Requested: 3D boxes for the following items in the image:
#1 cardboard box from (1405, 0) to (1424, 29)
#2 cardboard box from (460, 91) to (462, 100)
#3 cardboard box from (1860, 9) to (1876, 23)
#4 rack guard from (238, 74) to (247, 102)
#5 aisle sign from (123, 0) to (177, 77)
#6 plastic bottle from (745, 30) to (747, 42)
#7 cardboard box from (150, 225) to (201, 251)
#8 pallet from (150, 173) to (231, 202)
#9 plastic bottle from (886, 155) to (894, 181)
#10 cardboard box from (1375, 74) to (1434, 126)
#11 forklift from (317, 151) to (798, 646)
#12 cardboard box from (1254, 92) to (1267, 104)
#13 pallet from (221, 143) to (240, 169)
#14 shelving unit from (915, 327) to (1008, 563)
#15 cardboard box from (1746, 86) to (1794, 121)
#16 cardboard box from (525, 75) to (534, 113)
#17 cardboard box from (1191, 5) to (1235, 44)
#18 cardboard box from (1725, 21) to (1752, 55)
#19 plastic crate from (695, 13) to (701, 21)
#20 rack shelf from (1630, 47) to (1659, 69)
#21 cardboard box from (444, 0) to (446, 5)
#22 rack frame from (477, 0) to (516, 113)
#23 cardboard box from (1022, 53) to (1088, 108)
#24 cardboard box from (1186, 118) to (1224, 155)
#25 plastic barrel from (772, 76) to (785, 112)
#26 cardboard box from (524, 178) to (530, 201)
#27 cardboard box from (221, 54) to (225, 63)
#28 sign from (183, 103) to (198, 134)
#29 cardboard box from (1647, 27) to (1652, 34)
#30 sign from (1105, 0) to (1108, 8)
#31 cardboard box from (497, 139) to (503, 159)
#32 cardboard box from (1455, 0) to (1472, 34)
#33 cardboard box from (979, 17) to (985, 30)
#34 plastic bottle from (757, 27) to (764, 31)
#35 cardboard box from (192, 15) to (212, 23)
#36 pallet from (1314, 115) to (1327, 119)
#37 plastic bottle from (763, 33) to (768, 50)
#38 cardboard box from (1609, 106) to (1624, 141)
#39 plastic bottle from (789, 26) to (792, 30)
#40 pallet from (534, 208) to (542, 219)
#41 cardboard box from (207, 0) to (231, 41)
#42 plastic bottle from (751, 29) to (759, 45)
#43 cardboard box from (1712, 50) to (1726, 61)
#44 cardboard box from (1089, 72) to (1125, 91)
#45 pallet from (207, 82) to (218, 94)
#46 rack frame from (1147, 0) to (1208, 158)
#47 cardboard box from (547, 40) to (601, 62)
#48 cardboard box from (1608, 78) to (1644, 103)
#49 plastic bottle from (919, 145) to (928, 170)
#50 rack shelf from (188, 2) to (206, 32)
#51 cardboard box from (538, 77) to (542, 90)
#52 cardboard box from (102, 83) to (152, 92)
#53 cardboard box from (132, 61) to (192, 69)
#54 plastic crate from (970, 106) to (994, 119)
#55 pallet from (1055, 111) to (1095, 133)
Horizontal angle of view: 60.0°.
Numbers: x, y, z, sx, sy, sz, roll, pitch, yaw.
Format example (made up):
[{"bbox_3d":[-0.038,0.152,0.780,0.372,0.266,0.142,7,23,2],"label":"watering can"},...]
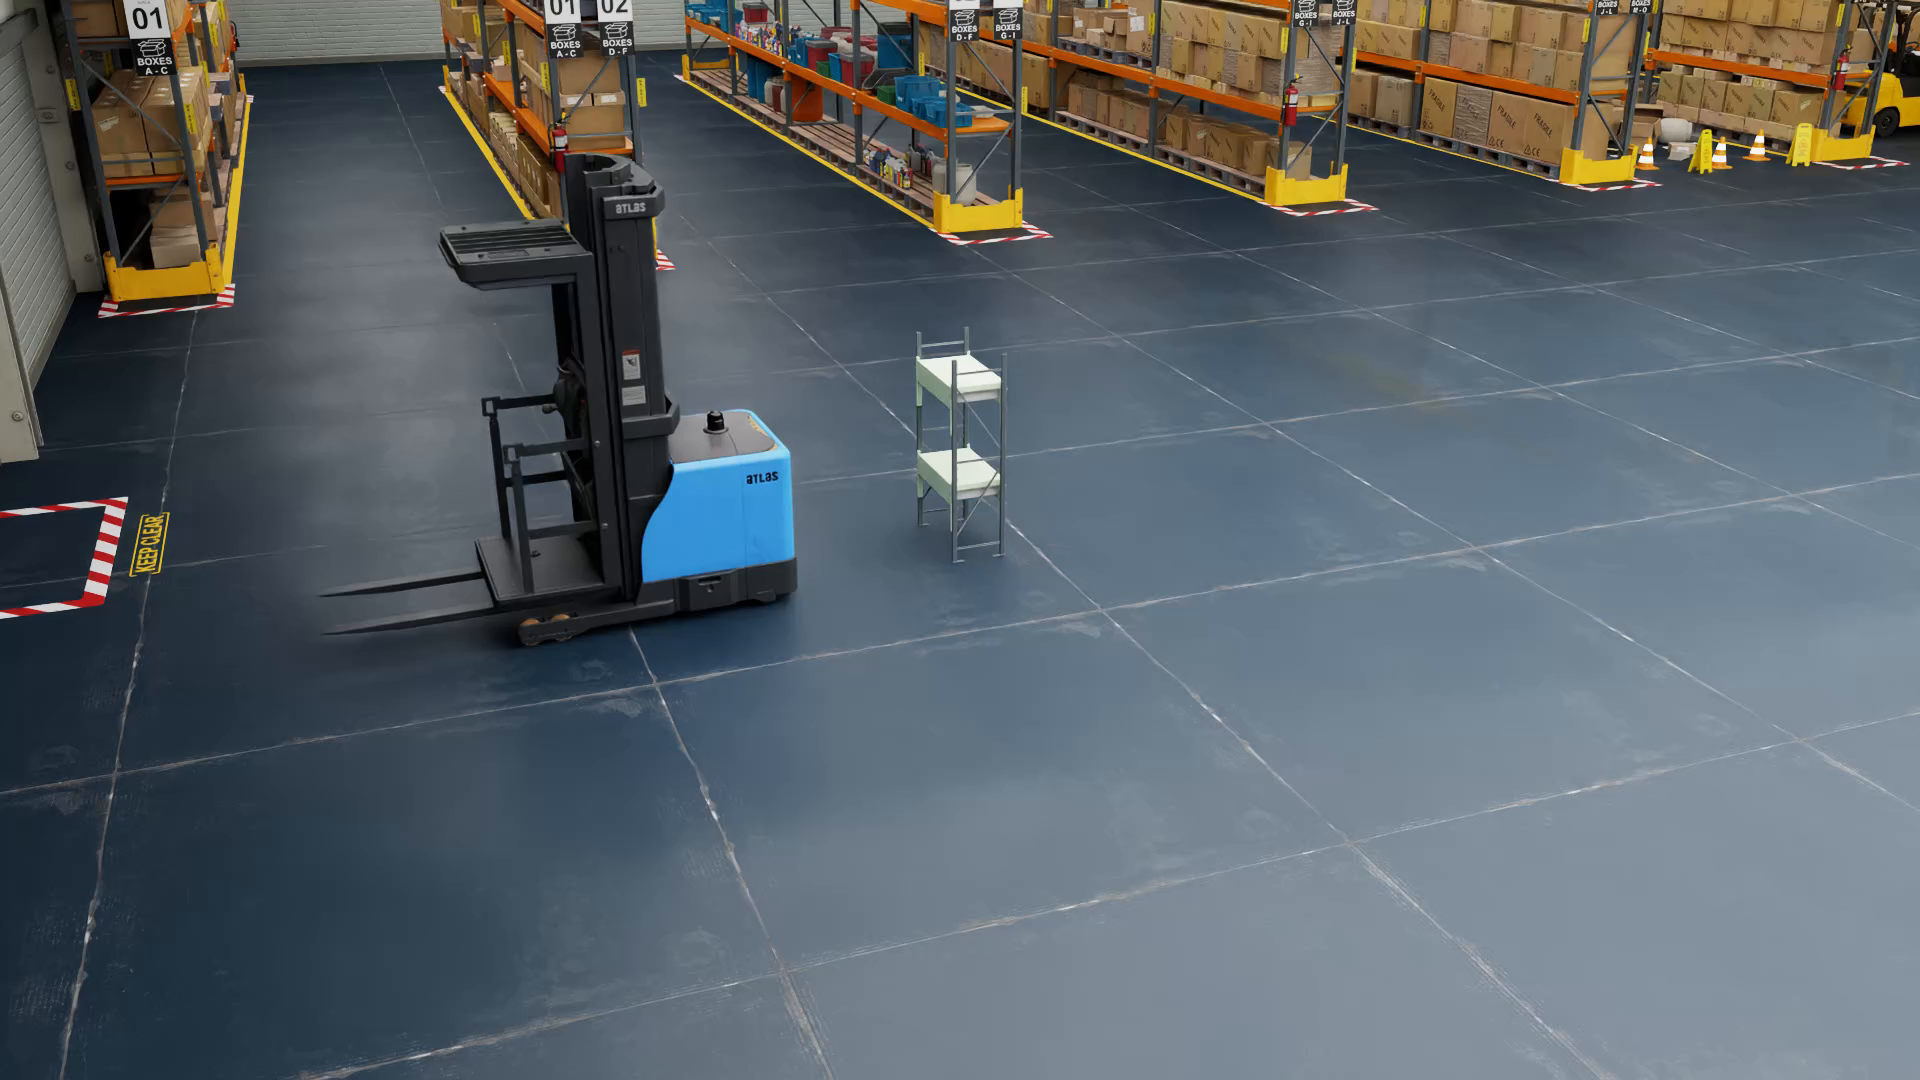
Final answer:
[{"bbox_3d":[8.025,-8.976,28.268,0.700,0.500,0.500,-9,24,-20],"label":"cardboard box"},{"bbox_3d":[-9.220,-8.380,31.374,0.380,0.149,0.250,-8,24,-19],"label":"cardboard box"},{"bbox_3d":[17.031,-9.992,31.645,0.500,0.250,0.500,-9,24,-20],"label":"cardboard box"},{"bbox_3d":[-14.619,-8.824,32.542,1.175,0.500,0.348,-8,24,-19],"label":"rack guard"},{"bbox_3d":[-8.652,-5.366,17.773,0.394,0.787,0.004,-8,24,-19],"label":"aisle sign"},{"bbox_3d":[-3.943,-9.347,30.820,0.097,0.201,0.097,0,23,0],"label":"plastic bottle"},{"bbox_3d":[-9.320,-3.588,19.796,0.500,0.311,0.500,-6,24,-15],"label":"cardboard box"},{"bbox_3d":[-11.083,-5.049,23.956,1.003,0.211,1.213,-8,24,-19],"label":"pallet"},{"bbox_3d":[-0.989,-5.375,23.984,0.144,0.351,0.185,-9,24,-19],"label":"plastic bottle"},{"bbox_3d":[7.903,-7.660,28.917,1.050,0.750,0.750,-8,24,-19],"label":"cardboard box"},{"bbox_3d":[-2.670,-0.906,10.625,3.031,2.935,1.130,-9,24,-20],"label":"forklift"},{"bbox_3d":[4.425,-6.326,23.721,0.380,0.149,0.250,-8,24,-19],"label":"cardboard box"},{"bbox_3d":[-11.993,-6.072,26.385,1.003,0.211,1.213,-8,24,-19],"label":"pallet"},{"bbox_3d":[0.002,-0.689,11.953,0.431,1.500,0.755,-8,24,-19],"label":"shelving unit"},{"bbox_3d":[13.500,-7.268,27.667,0.500,0.500,0.500,-7,24,-17],"label":"cardboard box"},{"bbox_3d":[-5.576,-6.174,22.906,0.700,0.500,0.500,-9,24,-20],"label":"cardboard box"},{"bbox_3d":[3.806,-7.728,24.924,0.500,0.500,0.500,-8,24,-19],"label":"cardboard box"},{"bbox_3d":[13.258,-8.446,27.915,0.500,0.500,0.500,-8,24,-18],"label":"cardboard box"},{"bbox_3d":[-5.288,-10.723,34.092,0.250,0.136,0.298,-8,24,-19],"label":"plastic crate"},{"bbox_3d":[12.095,-9.401,31.618,1.077,0.370,4.000,-8,24,-19],"label":"rack shelf"},{"bbox_3d":[-9.704,-10.586,32.088,0.500,0.500,0.500,-8,24,-18],"label":"cardboard box"},{"bbox_3d":[-7.152,-7.741,26.755,1.000,3.000,0.127,-8,24,-19],"label":"rack frame"},{"bbox_3d":[1.893,-8.567,30.909,1.225,0.875,0.875,-10,25,-21],"label":"cardboard box"},{"bbox_3d":[3.844,-6.329,26.083,0.500,0.500,0.500,-1,23,-2],"label":"cardboard box"},{"bbox_3d":[-3.104,-8.088,30.140,0.600,0.588,0.708,-8,24,-19],"label":"plastic barrel"},{"bbox_3d":[-5.686,-4.822,22.828,0.500,0.250,0.500,-8,24,-19],"label":"cardboard box"},{"bbox_3d":[-12.504,-8.046,27.776,0.380,0.149,0.250,-8,24,-19],"label":"cardboard box"},{"bbox_3d":[-8.451,-4.627,18.251,0.100,0.325,0.005,-8,24,-19],"label":"sign"},{"bbox_3d":[12.361,-9.232,30.075,0.380,0.149,0.250,-8,24,-18],"label":"cardboard box"},{"bbox_3d":[2.622,-9.674,29.952,0.100,0.325,0.005,-8,24,-19],"label":"sign"},{"bbox_3d":[-6.874,-6.066,25.781,0.500,0.250,0.500,-9,24,-20],"label":"cardboard box"},{"bbox_3d":[8.608,-8.534,27.051,0.875,0.550,0.550,-8,24,-19],"label":"cardboard box"},{"bbox_3d":[0.633,-10.397,32.927,0.500,0.500,0.500,-8,24,-19],"label":"cardboard box"},{"bbox_3d":[-3.653,-9.280,30.565,0.152,0.276,0.135,-8,24,-19],"label":"plastic bottle"},{"bbox_3d":[-11.894,-7.994,25.851,0.500,0.250,0.500,-9,24,-20],"label":"cardboard box"},{"bbox_3d":[7.001,-8.161,31.341,1.003,0.211,1.213,-8,24,-19],"label":"pallet"},{"bbox_3d":[-3.462,-8.869,29.582,0.061,0.283,0.133,-8,24,-19],"label":"plastic bottle"},{"bbox_3d":[10.887,-7.094,28.258,0.797,0.637,0.503,-8,24,-19],"label":"cardboard box"},{"bbox_3d":[-3.133,-9.352,30.736,0.152,0.276,0.135,-8,24,-19],"label":"plastic bottle"},{"bbox_3d":[-5.062,-4.264,22.095,1.003,0.211,1.213,-8,24,-19],"label":"pallet"},{"bbox_3d":[-14.154,-9.658,30.917,0.980,0.700,0.700,-9,24,-19],"label":"cardboard box"},{"bbox_3d":[-3.713,-9.175,30.315,0.152,0.276,0.135,-8,24,-19],"label":"plastic bottle"},{"bbox_3d":[13.056,-8.265,28.321,0.380,0.149,0.250,-8,24,-19],"label":"cardboard box"},{"bbox_3d":[2.579,-8.065,29.209,0.500,0.250,0.500,-6,23,-13],"label":"cardboard box"},{"bbox_3d":[-11.047,-6.258,23.483,1.003,0.211,1.213,-8,24,-19],"label":"pallet"},{"bbox_3d":[3.530,-7.646,26.528,1.000,3.000,0.127,-8,24,-19],"label":"rack frame"},{"bbox_3d":[-4.688,-5.859,20.491,0.700,0.500,0.500,-9,24,-20],"label":"cardboard box"},{"bbox_3d":[12.357,-8.439,31.253,0.950,0.372,0.625,-7,24,-16],"label":"cardboard box"},{"bbox_3d":[-0.538,-5.684,24.718,0.144,0.351,0.185,-10,25,-22],"label":"plastic bottle"},{"bbox_3d":[-11.078,-7.384,22.972,1.077,0.370,4.000,-8,24,-19],"label":"rack shelf"},{"bbox_3d":[-5.189,-5.855,21.316,0.380,0.149,0.250,-9,24,-20],"label":"cardboard box"},{"bbox_3d":[-9.857,-5.136,19.775,0.500,0.500,0.500,-8,24,-18],"label":"cardboard box"},{"bbox_3d":[-10.519,-6.045,22.036,0.700,0.500,0.500,-8,24,-19],"label":"cardboard box"},{"bbox_3d":[0.295,-5.760,22.395,0.298,0.136,0.250,-8,24,-19],"label":"plastic crate"},{"bbox_3d":[2.392,-7.530,29.844,1.003,0.211,1.213,-8,24,-19],"label":"pallet"}]
